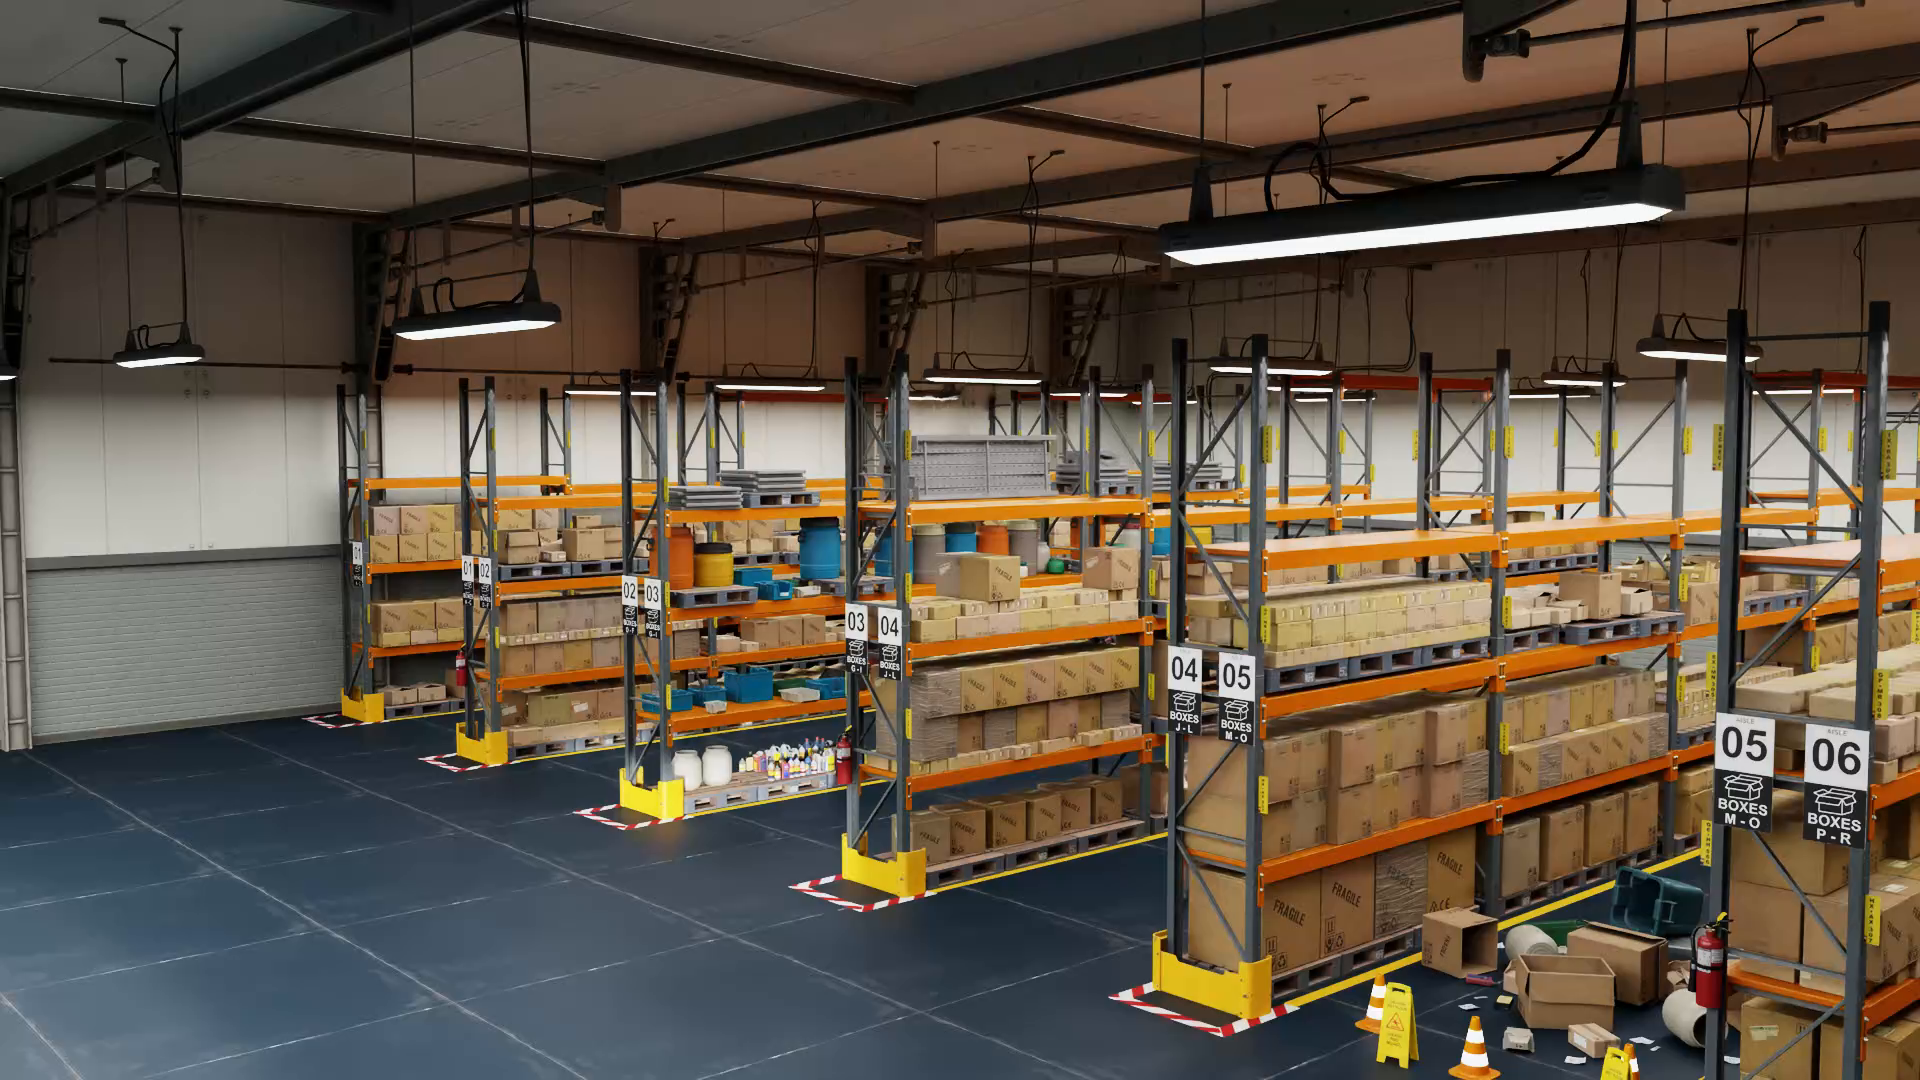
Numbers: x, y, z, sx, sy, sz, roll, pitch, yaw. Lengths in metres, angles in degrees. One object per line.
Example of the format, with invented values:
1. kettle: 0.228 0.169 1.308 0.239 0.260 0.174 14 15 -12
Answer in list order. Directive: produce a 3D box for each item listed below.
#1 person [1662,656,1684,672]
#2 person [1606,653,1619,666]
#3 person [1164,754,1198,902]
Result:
1. person: 10.751 2.625 25.065 0.717 1.835 0.654 -3 5 -38
2. person: 10.345 2.594 26.474 0.587 1.605 0.608 3 5 34
3. person: 2.539 3.147 18.293 0.641 1.666 0.621 2 4 27
